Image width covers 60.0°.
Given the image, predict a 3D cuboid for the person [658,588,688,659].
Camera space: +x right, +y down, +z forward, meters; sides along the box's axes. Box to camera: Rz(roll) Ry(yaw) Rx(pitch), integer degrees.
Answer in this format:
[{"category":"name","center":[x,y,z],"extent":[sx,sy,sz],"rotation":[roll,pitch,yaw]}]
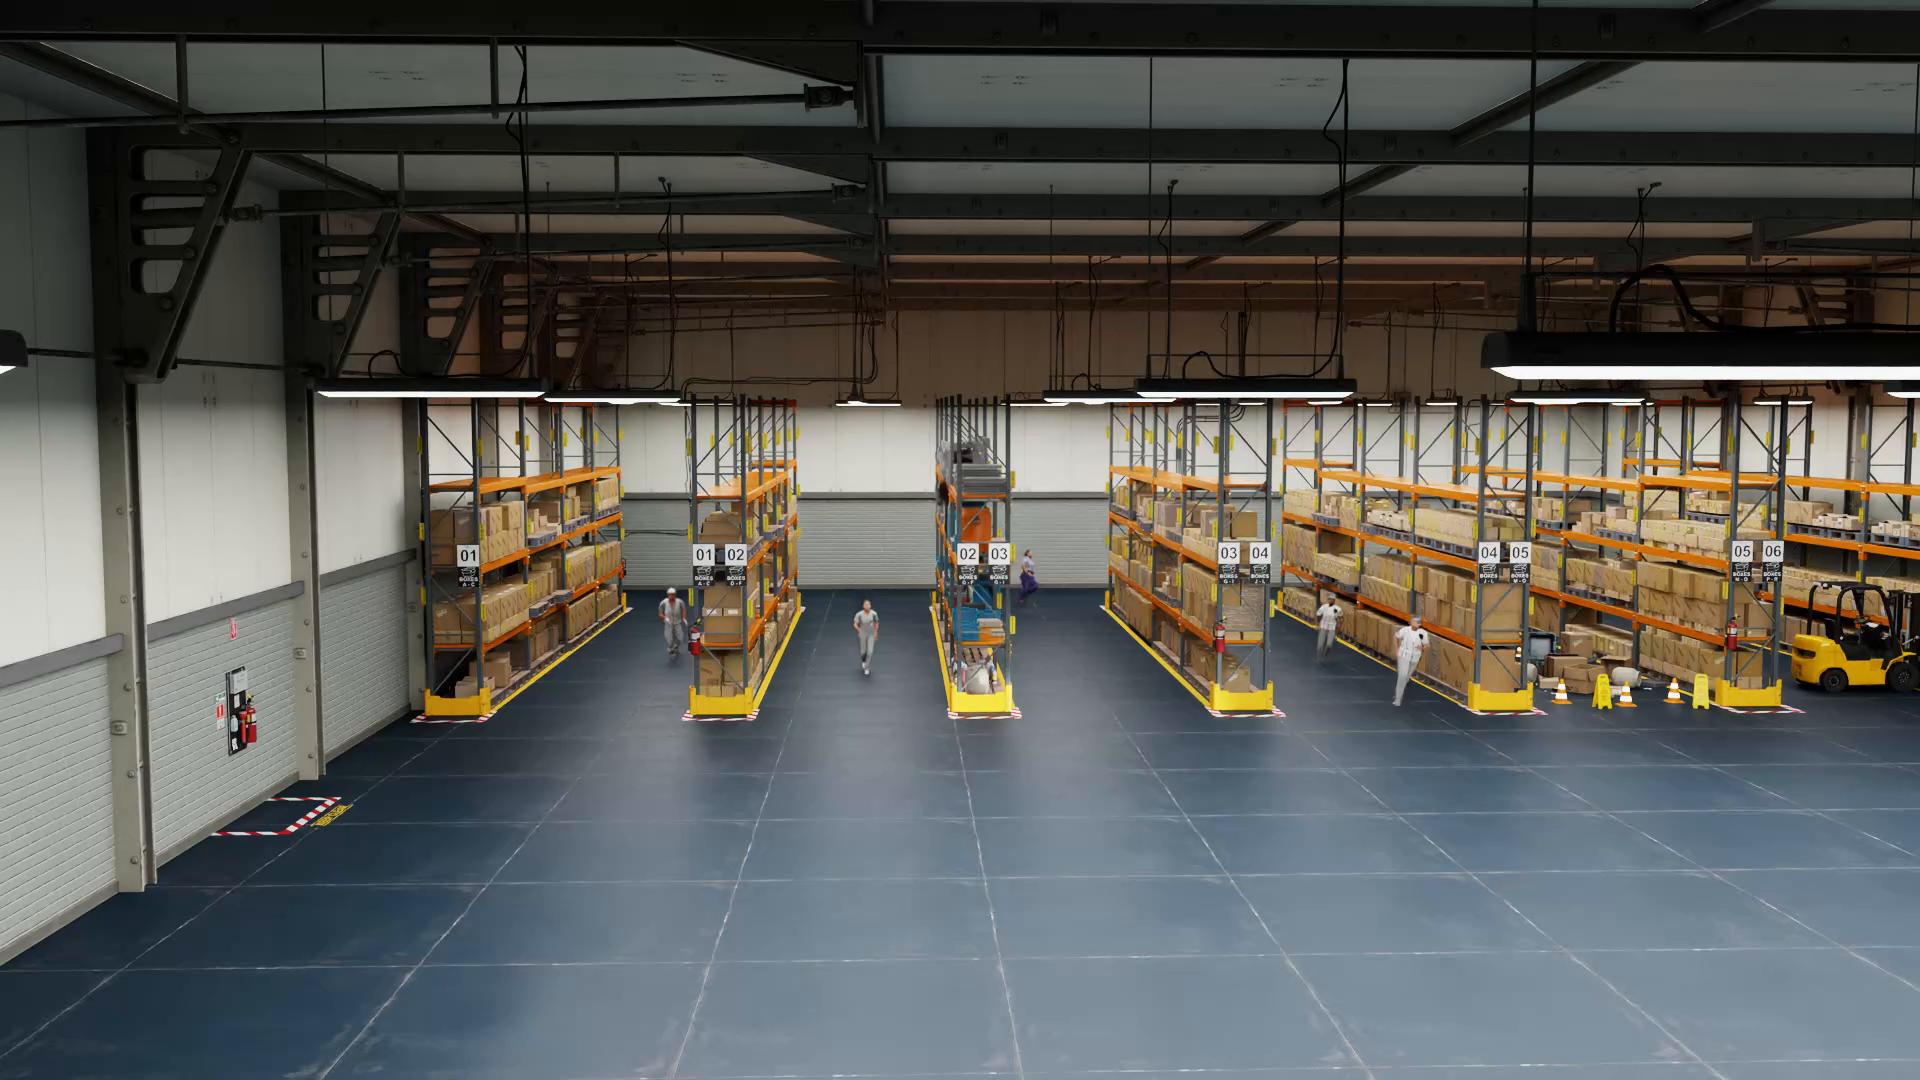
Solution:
[{"category":"person","center":[-6.530,1.910,37.848],"extent":[0.674,1.681,0.775],"rotation":[-1,5,-17]}]

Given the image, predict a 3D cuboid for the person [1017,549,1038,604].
[{"category":"person","center":[2.024,1.071,49.041],"extent":[0.529,1.582,0.670],"rotation":[2,5,23]}]

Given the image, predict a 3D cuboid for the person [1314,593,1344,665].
[{"category":"person","center":[8.226,1.991,37.062],"extent":[0.642,1.631,0.517],"rotation":[1,5,13]}]

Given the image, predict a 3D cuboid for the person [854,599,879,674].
[{"category":"person","center":[-2.030,2.092,36.052],"extent":[0.551,1.642,0.742],"rotation":[-1,5,-8]}]

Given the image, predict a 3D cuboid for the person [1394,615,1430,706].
[{"category":"person","center":[8.705,2.297,32.282],"extent":[0.776,1.722,0.861],"rotation":[0,5,-5]}]
